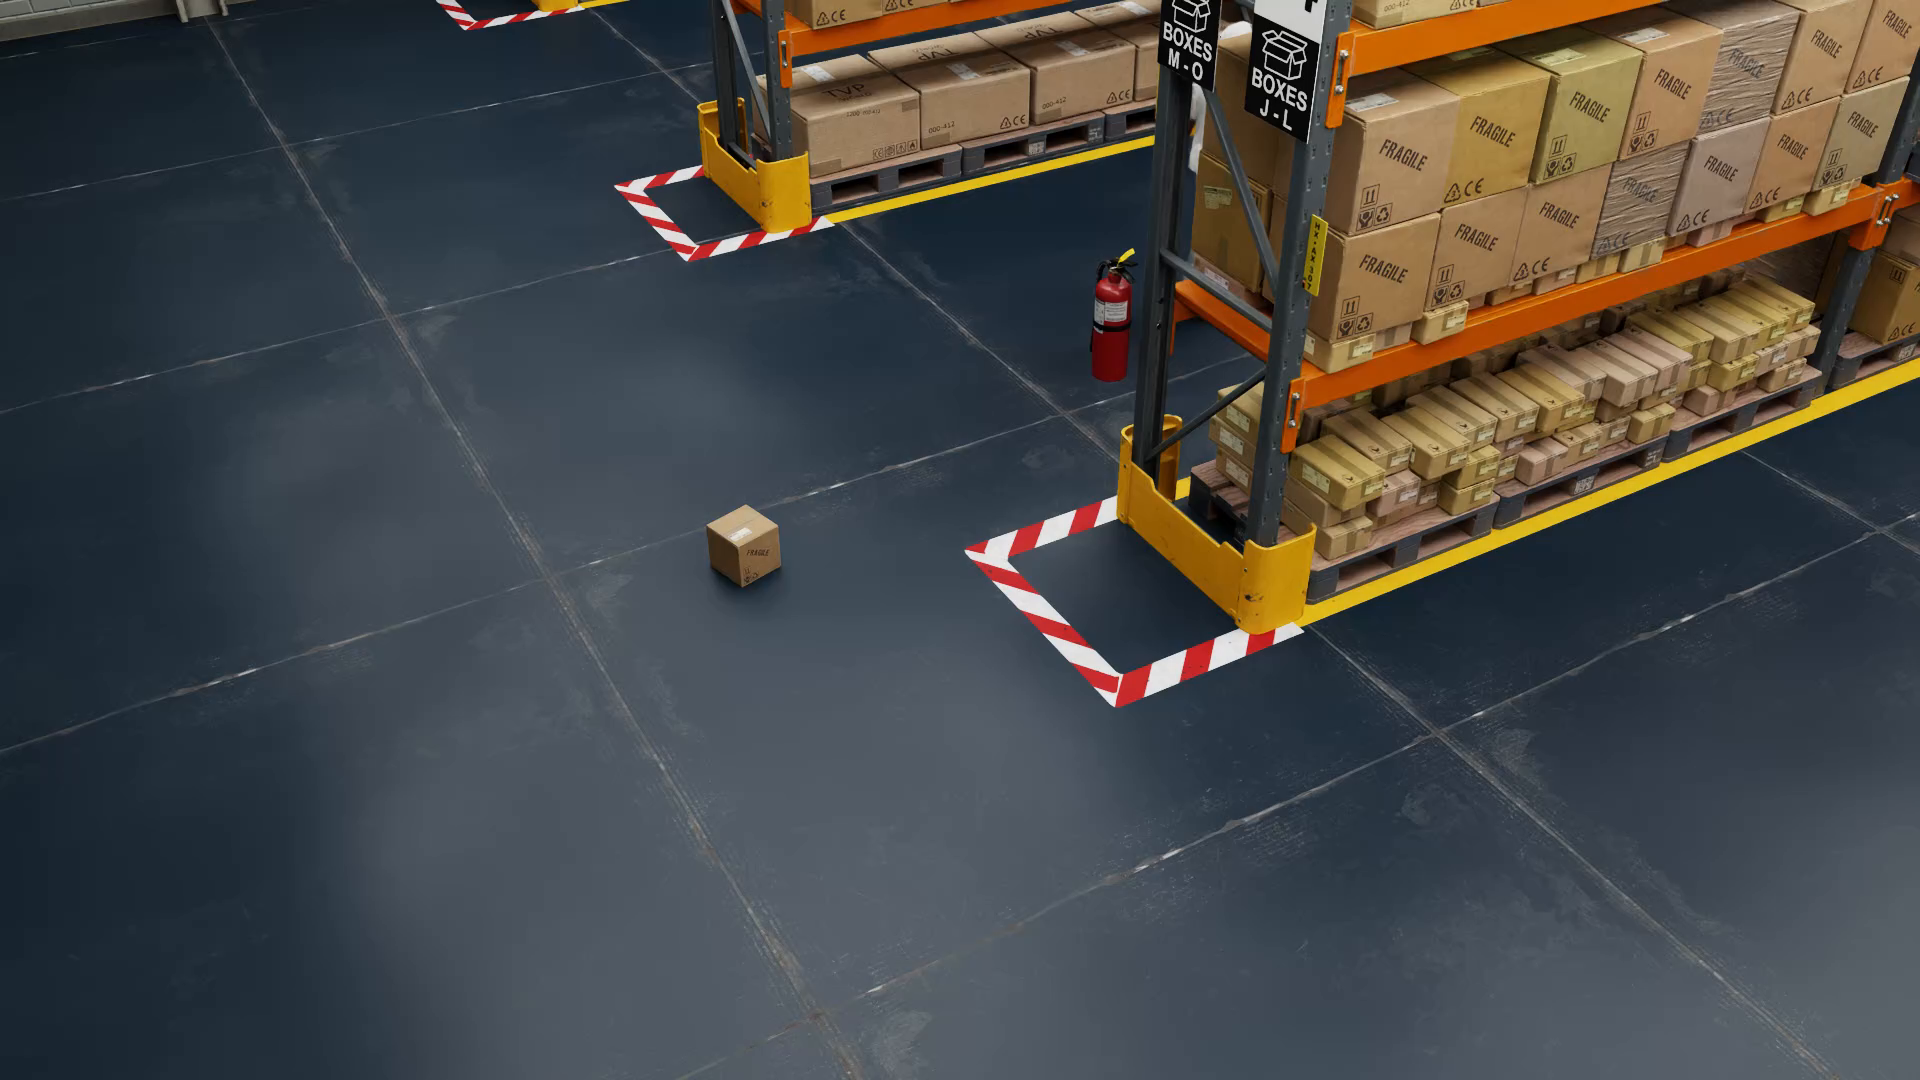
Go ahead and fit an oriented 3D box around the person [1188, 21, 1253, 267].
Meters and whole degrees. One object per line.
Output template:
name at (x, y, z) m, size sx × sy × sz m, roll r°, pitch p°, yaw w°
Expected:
person at (1.566, -2.182, 9.834) m, size 0.649 × 1.801 × 0.518 m, roll 31°, pitch 46°, yaw 34°
